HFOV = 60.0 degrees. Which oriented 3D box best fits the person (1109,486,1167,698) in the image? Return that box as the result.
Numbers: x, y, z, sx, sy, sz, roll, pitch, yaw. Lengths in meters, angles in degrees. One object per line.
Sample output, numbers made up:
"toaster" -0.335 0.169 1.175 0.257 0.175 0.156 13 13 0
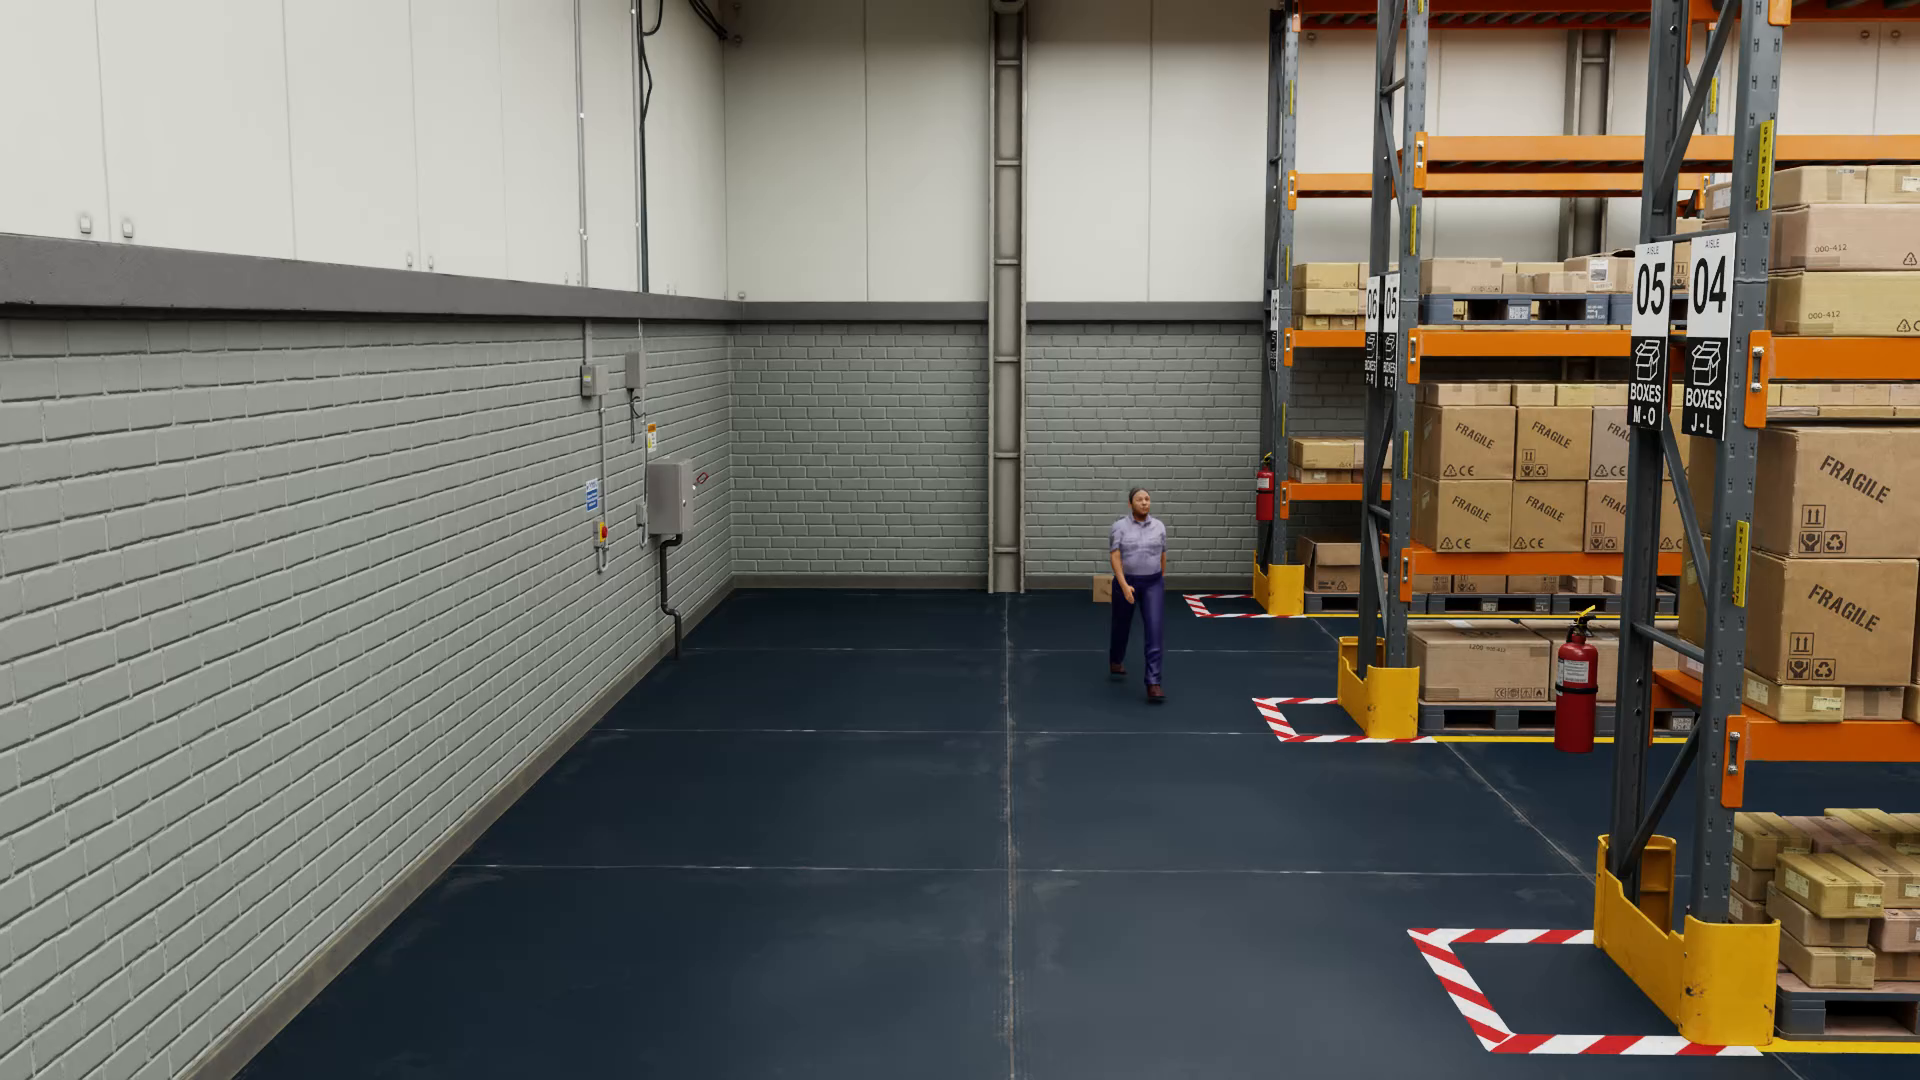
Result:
"person" 1.386 0.380 12.954 0.464 1.578 1.013 0 7 -1
